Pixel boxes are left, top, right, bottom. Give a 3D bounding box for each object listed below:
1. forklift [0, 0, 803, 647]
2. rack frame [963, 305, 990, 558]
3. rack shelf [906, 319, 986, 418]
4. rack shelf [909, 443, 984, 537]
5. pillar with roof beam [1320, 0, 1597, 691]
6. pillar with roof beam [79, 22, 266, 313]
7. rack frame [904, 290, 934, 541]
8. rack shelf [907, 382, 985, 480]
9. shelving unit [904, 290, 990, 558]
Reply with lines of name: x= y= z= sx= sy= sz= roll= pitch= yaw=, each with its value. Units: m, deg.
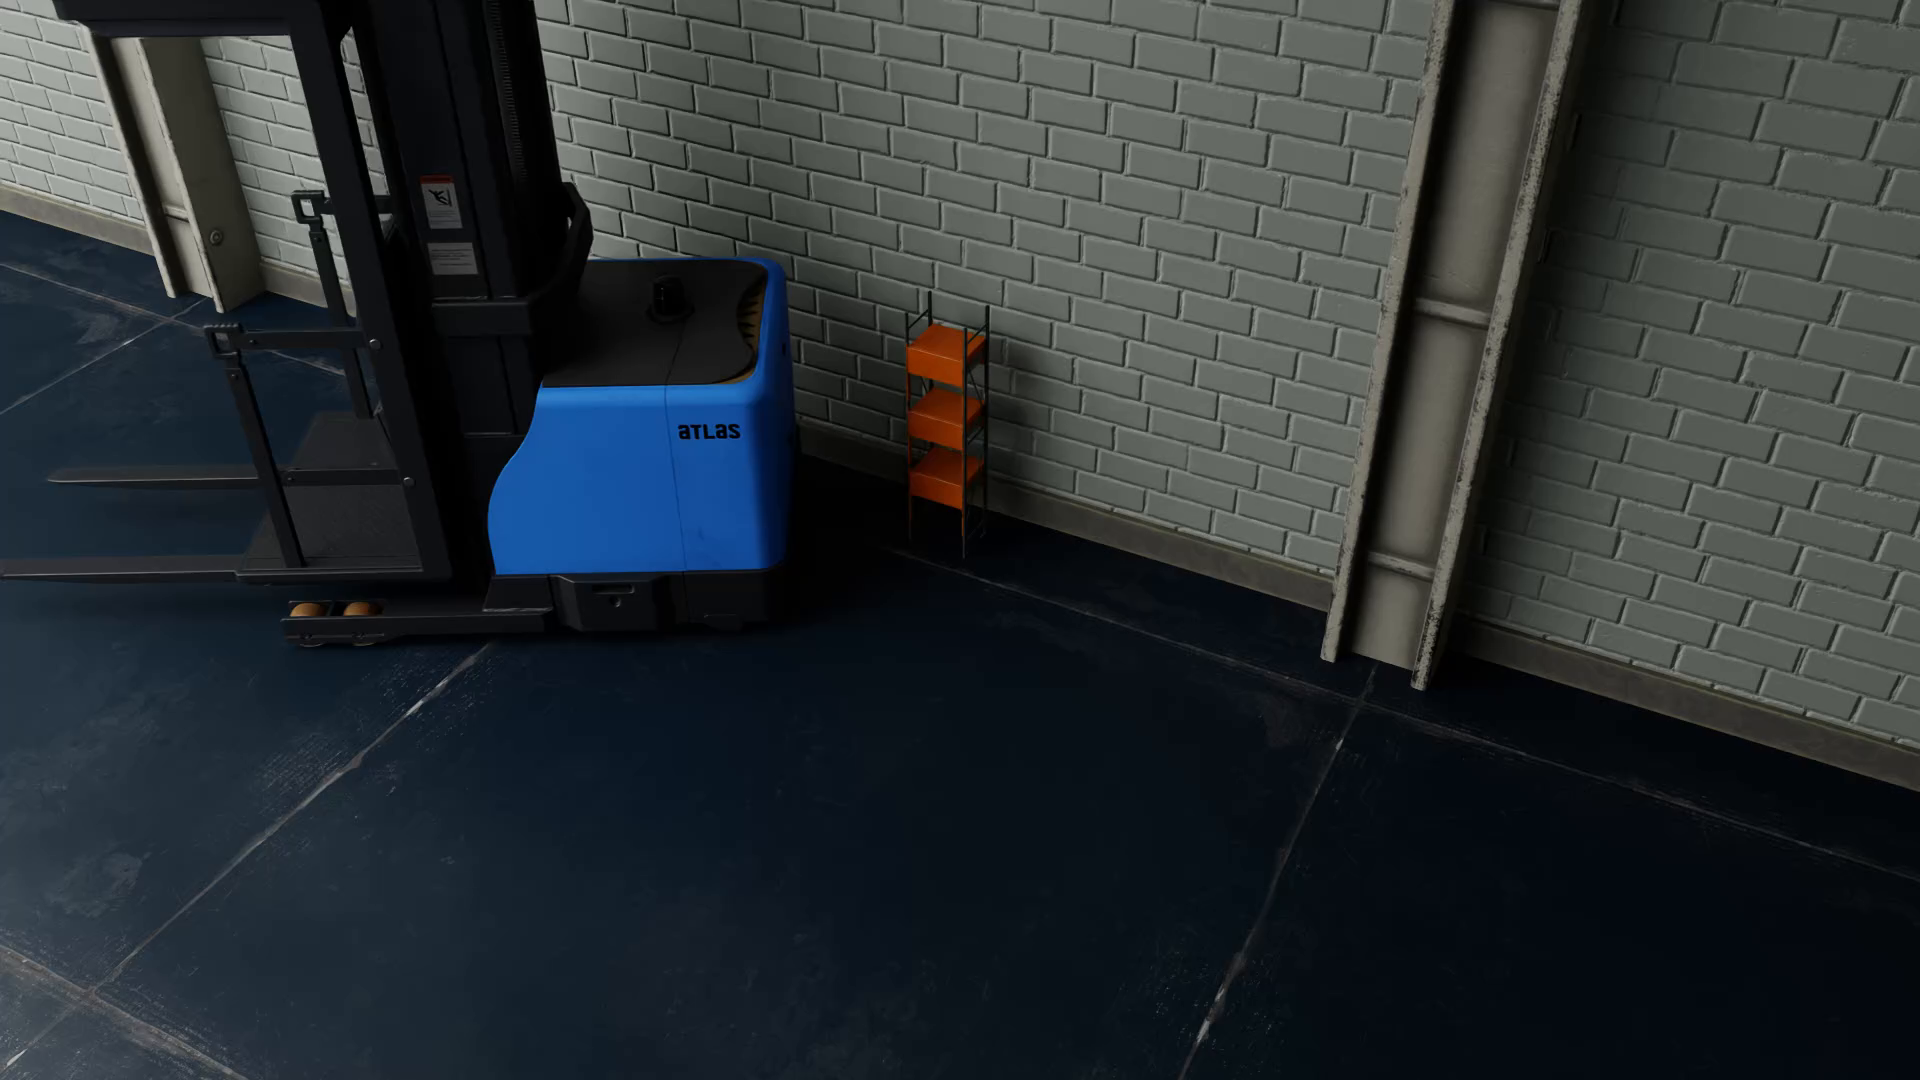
forklift: x=-2.161 y=-1.093 z=5.766 sx=3.031 sy=2.935 sz=1.130 roll=-1 pitch=37 yaw=-1
rack frame: x=0.061 y=-0.399 z=6.407 sx=0.008 sy=1.050 sz=0.200 roll=17 pitch=41 yaw=21
rack shelf: x=-0.048 y=-0.651 z=6.287 sx=0.240 sy=0.259 sz=0.215 roll=17 pitch=41 yaw=21
rack shelf: x=-0.048 y=-0.203 z=6.627 sx=0.240 sy=0.259 sz=0.215 roll=17 pitch=41 yaw=21
pillar with roof beam: x=-0.396 y=-0.862 z=0.443 sx=0.400 sy=9.000 sz=9.100 roll=17 pitch=41 yaw=21
pillar with roof beam: x=-5.724 y=-2.530 z=2.640 sx=0.400 sy=9.000 sz=9.100 roll=17 pitch=41 yaw=21
rack frame: x=-0.156 y=-0.467 z=6.497 sx=0.008 sy=1.050 sz=0.200 roll=17 pitch=41 yaw=21
rack shelf: x=-0.048 y=-0.425 z=6.459 sx=0.240 sy=0.259 sz=0.215 roll=17 pitch=41 yaw=21
shelving unit: x=-0.048 y=-0.433 z=6.452 sx=0.252 sy=1.050 sz=0.215 roll=17 pitch=41 yaw=21
